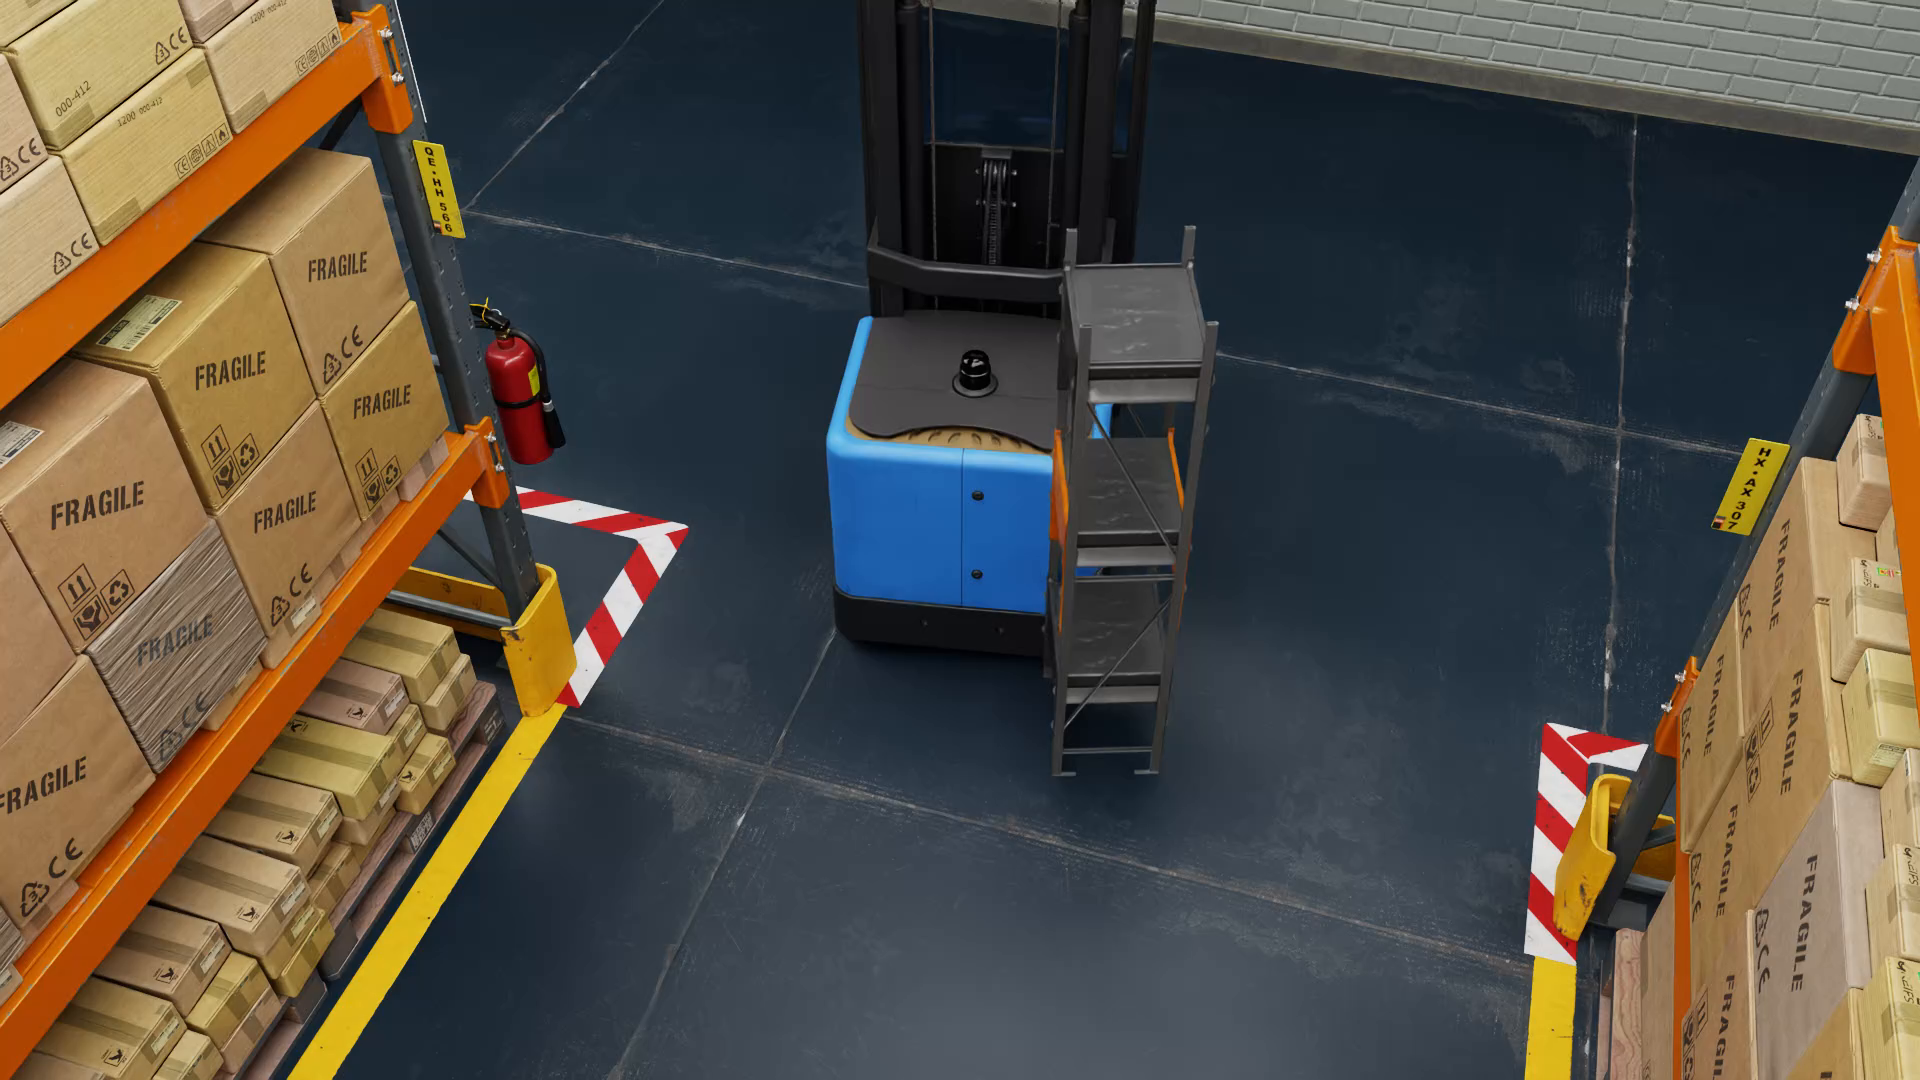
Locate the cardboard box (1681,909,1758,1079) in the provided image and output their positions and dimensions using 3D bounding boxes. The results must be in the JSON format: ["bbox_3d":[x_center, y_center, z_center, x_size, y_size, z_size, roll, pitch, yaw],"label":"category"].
[{"bbox_3d":[1.934,1.221,3.685,0.500,0.500,0.500,12,46,12],"label":"cardboard box"}]

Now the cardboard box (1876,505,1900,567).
[{"bbox_3d":[2.268,0.062,3.691,0.380,0.149,0.250,14,46,13],"label":"cardboard box"}]

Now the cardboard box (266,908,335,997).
[{"bbox_3d":[-2.282,1.303,5.411,0.380,0.149,0.250,11,45,11],"label":"cardboard box"}]

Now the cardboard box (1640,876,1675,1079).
[{"bbox_3d":[2.546,1.546,4.956,0.875,0.438,0.875,11,45,11],"label":"cardboard box"}]

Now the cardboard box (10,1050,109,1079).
[{"bbox_3d":[-2.622,1.594,4.688,0.380,0.149,0.250,11,45,11],"label":"cardboard box"}]

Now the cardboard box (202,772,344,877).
[{"bbox_3d":[-2.244,0.915,5.382,0.380,0.149,0.250,11,45,11],"label":"cardboard box"}]

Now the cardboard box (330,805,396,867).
[{"bbox_3d":[-2.202,0.952,5.769,0.380,0.149,0.250,12,46,12],"label":"cardboard box"}]

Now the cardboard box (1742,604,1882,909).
[{"bbox_3d":[2.084,0.531,3.675,0.500,0.500,0.500,11,46,11],"label":"cardboard box"}]

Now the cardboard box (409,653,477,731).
[{"bbox_3d":[-1.986,0.513,6.006,0.380,0.149,0.250,11,46,11],"label":"cardboard box"}]

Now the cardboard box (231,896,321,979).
[{"bbox_3d":[-2.286,1.207,5.296,0.380,0.149,0.250,13,46,13],"label":"cardboard box"}]

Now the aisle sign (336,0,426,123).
[{"bbox_3d":[-1.790,-1.576,4.757,0.394,0.787,0.004,13,46,13],"label":"aisle sign"}]

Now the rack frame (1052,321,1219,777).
[{"bbox_3d":[0.544,0.130,5.514,0.400,2.100,0.015,-1,44,-1],"label":"rack frame"}]

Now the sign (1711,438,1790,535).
[{"bbox_3d":[2.123,-0.140,4.472,0.100,0.325,0.005,13,46,13],"label":"sign"}]

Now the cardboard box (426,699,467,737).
[{"bbox_3d":[-2.058,0.602,6.127,0.380,0.149,0.250,13,46,13],"label":"cardboard box"}]

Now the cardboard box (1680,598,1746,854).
[{"bbox_3d":[2.232,0.542,4.379,0.500,0.500,0.500,12,46,12],"label":"cardboard box"}]

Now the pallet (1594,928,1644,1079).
[{"bbox_3d":[2.483,1.865,5.092,1.003,0.211,1.213,13,46,13],"label":"pallet"}]

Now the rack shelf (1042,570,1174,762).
[{"bbox_3d":[0.537,0.470,6.188,0.431,0.518,0.480,-1,44,-1],"label":"rack shelf"}]

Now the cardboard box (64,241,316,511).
[{"bbox_3d":[-2.153,-0.466,4.482,0.500,0.500,0.500,11,45,11],"label":"cardboard box"}]

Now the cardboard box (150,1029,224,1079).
[{"bbox_3d":[-2.438,1.564,4.932,0.380,0.149,0.250,13,46,13],"label":"cardboard box"}]

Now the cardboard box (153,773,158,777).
[{"bbox_3d":[-2.401,0.545,4.627,0.380,0.149,0.250,11,45,11],"label":"cardboard box"}]

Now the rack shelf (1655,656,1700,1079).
[{"bbox_3d":[2.045,1.909,3.568,1.077,0.370,4.000,13,46,13],"label":"rack shelf"}]

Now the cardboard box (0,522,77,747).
[{"bbox_3d":[-2.459,0.236,3.764,0.500,0.500,0.500,11,45,11],"label":"cardboard box"}]

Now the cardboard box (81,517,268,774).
[{"bbox_3d":[-2.294,0.232,4.483,0.500,0.500,0.500,13,46,13],"label":"cardboard box"}]

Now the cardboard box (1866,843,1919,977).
[{"bbox_3d":[1.872,0.734,3.004,0.380,0.149,0.250,13,46,13],"label":"cardboard box"}]

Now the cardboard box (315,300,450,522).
[{"bbox_3d":[-1.988,-0.450,5.180,0.500,0.500,0.500,13,46,13],"label":"cardboard box"}]

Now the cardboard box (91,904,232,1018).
[{"bbox_3d":[-2.457,1.258,5.032,0.380,0.149,0.250,11,45,11],"label":"cardboard box"}]

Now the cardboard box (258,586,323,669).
[{"bbox_3d":[-2.155,0.208,4.971,0.380,0.149,0.250,14,46,14],"label":"cardboard box"}]

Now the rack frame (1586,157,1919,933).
[{"bbox_3d":[2.651,0.319,4.678,1.000,3.000,0.127,13,46,13],"label":"rack frame"}]

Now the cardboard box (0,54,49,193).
[{"bbox_3d":[-2.306,-0.816,3.444,0.500,0.250,0.500,13,46,13],"label":"cardboard box"}]

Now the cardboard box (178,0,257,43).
[{"bbox_3d":[-1.995,-1.498,4.141,0.500,0.250,0.500,11,45,11],"label":"cardboard box"}]

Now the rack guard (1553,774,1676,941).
[{"bbox_3d":[2.658,1.196,5.569,1.175,0.500,0.348,13,46,13],"label":"rack guard"}]

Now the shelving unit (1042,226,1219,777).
[{"bbox_3d":[0.536,-0.040,5.689,0.431,2.100,0.503,-1,44,-1],"label":"shelving unit"}]

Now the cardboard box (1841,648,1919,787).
[{"bbox_3d":[2.017,0.390,3.356,0.380,0.149,0.250,11,45,11],"label":"cardboard box"}]

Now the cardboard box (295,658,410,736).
[{"bbox_3d":[-2.147,0.556,5.749,0.380,0.149,0.250,13,46,13],"label":"cardboard box"}]

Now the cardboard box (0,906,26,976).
[{"bbox_3d":[-2.589,0.926,3.774,0.500,0.500,0.500,12,46,12],"label":"cardboard box"}]

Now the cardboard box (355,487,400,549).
[{"bbox_3d":[-2.038,-0.137,5.324,0.380,0.149,0.250,12,46,12],"label":"cardboard box"}]

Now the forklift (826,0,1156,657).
[{"bbox_3d":[0.197,-1.611,6.700,1.130,2.935,3.031,5,45,5],"label":"forklift"}]

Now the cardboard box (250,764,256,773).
[{"bbox_3d":[-2.628,0.748,5.766,0.380,0.149,0.250,13,46,13],"label":"cardboard box"}]

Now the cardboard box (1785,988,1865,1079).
[{"bbox_3d":[1.785,1.209,2.983,0.500,0.500,0.500,13,46,13],"label":"cardboard box"}]

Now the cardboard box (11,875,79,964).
[{"bbox_3d":[-2.522,0.898,4.266,0.380,0.149,0.250,14,46,14],"label":"cardboard box"}]

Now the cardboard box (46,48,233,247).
[{"bbox_3d":[-2.131,-0.980,3.968,0.500,0.250,0.500,13,46,13],"label":"cardboard box"}]

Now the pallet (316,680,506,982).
[{"bbox_3d":[-2.400,0.919,6.059,1.003,0.211,1.213,13,46,13],"label":"pallet"}]

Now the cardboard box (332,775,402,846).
[{"bbox_3d":[-2.141,0.859,5.651,0.380,0.149,0.250,11,45,11],"label":"cardboard box"}]

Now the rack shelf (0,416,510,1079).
[{"bbox_3d":[-2.703,0.928,4.570,1.077,0.370,4.000,13,46,13],"label":"rack shelf"}]
